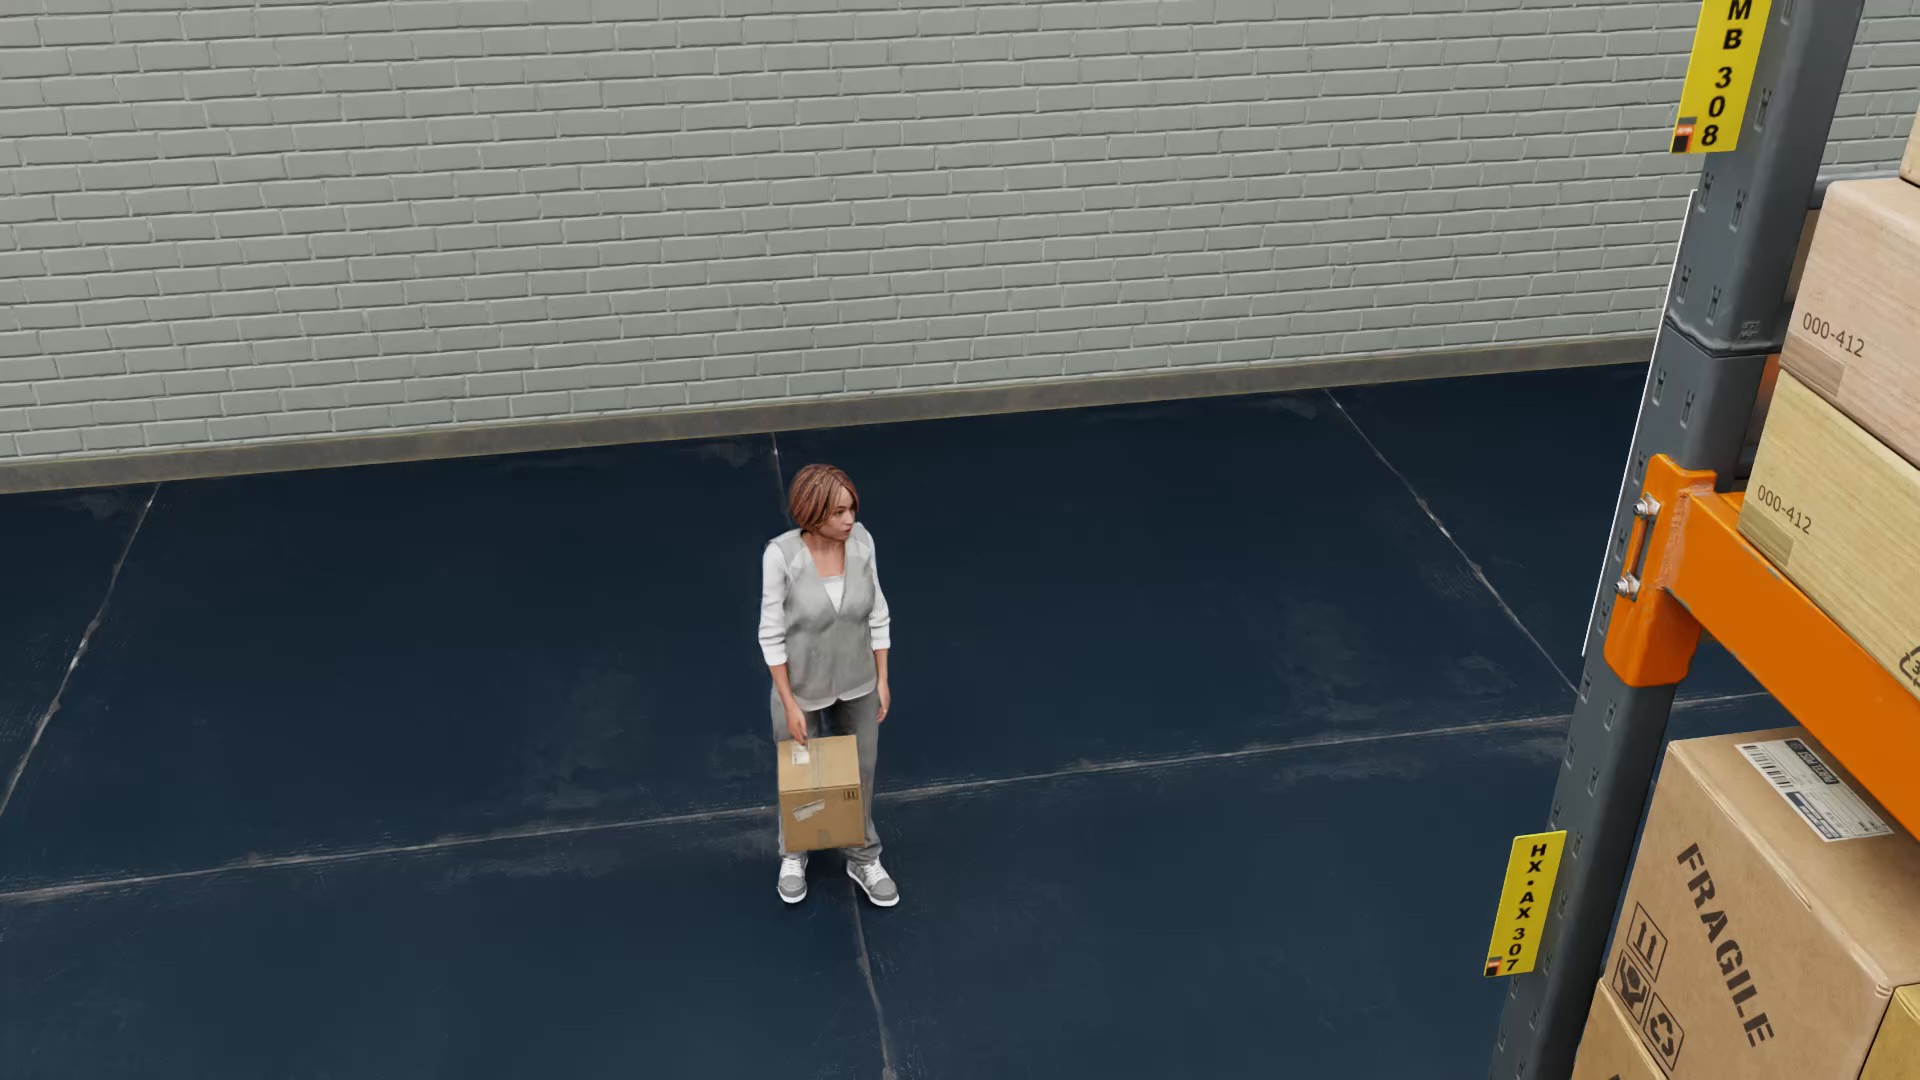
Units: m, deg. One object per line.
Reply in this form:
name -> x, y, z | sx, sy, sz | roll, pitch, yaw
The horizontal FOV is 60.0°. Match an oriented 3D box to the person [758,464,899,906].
person -> -0.410, 0.493, 5.313 | 0.438, 1.605, 0.402 | -13, 34, -21
